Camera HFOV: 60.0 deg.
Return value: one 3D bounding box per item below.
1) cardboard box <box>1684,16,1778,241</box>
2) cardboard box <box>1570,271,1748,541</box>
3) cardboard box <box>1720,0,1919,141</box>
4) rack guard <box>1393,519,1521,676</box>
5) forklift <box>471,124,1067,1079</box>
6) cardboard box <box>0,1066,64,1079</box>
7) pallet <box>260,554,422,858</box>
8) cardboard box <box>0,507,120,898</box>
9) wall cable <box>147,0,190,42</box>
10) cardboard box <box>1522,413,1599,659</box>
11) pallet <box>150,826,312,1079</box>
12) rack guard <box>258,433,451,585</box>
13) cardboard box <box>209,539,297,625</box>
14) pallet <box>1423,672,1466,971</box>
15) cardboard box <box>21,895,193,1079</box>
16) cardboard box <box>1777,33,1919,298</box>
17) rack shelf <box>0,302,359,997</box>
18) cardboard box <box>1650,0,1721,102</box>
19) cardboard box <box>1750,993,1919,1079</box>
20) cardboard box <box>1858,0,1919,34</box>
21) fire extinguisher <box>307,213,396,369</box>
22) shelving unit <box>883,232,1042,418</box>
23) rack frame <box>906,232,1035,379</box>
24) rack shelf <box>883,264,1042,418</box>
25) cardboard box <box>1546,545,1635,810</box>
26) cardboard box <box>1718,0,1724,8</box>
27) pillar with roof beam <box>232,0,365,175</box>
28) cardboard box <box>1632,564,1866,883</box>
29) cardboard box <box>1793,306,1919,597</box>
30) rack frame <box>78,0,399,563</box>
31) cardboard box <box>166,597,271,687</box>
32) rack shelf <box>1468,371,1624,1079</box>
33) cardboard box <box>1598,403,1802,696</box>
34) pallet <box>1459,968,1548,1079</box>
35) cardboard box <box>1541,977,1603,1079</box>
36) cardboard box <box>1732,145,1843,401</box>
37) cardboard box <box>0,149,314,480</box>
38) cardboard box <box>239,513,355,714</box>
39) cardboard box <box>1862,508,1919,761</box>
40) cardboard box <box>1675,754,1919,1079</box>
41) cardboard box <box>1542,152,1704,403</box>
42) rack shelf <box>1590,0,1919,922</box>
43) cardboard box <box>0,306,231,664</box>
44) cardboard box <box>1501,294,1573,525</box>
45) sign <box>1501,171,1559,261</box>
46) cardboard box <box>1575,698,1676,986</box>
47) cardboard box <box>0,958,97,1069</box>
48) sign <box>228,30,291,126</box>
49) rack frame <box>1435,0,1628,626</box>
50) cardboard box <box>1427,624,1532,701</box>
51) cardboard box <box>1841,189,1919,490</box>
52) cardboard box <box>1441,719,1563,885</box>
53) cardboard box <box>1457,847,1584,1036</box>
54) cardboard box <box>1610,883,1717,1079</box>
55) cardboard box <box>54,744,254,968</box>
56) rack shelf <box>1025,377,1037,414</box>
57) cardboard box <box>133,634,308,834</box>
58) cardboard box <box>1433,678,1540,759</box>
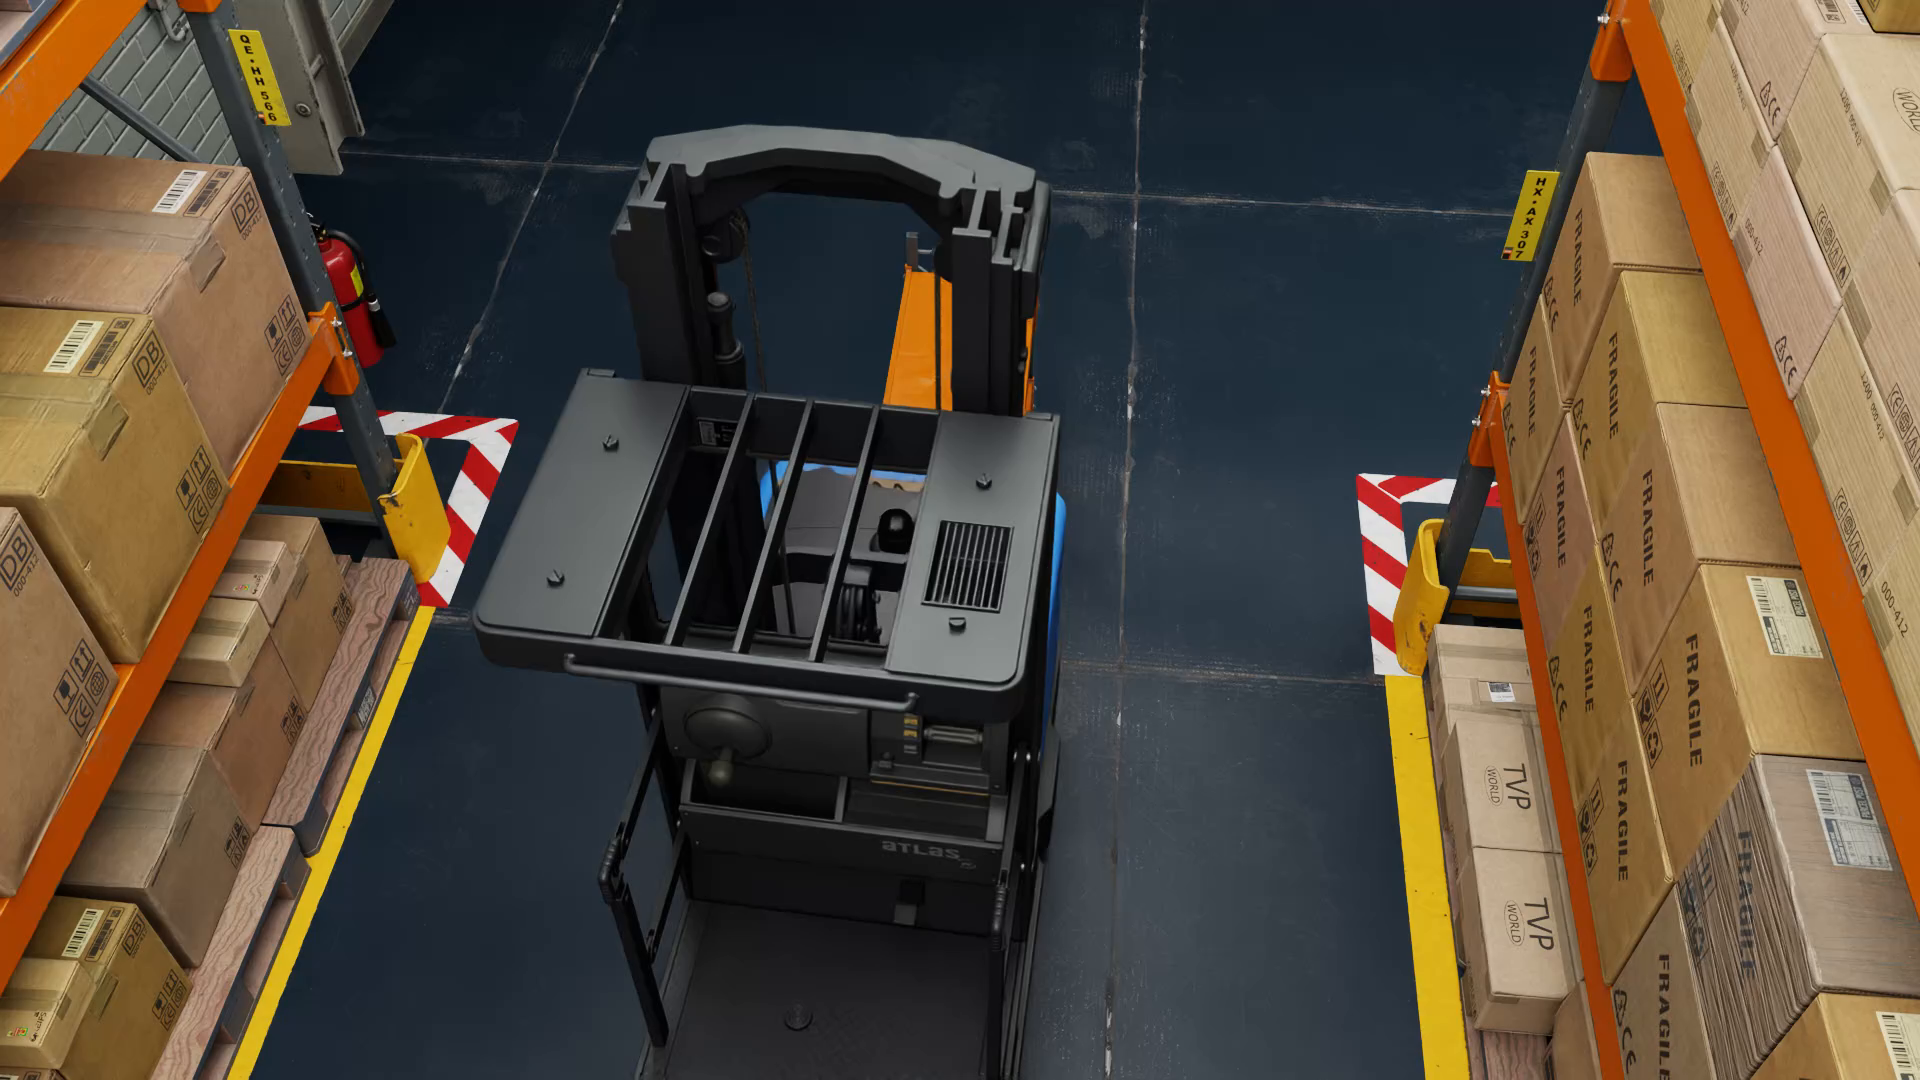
[{"bbox_3d":[1.906,-0.882,3.593,0.500,0.250,0.500,4,48,4],"label":"cardboard box"},{"bbox_3d":[1.922,-0.326,4.270,0.500,0.500,0.500,4,48,4],"label":"cardboard box"},{"bbox_3d":[1.906,-1.051,3.408,0.500,0.250,0.500,4,48,4],"label":"cardboard box"},{"bbox_3d":[2.258,0.252,6.181,1.175,0.500,0.348,4,48,4],"label":"rack guard"},{"bbox_3d":[-0.357,0.585,4.228,1.130,2.935,3.031,6,48,6],"label":"forklift"},{"bbox_3d":[-2.814,1.752,4.524,0.700,0.500,0.500,3,48,3],"label":"cardboard box"},{"bbox_3d":[-2.664,0.556,6.098,1.003,0.211,1.213,4,48,4],"label":"pallet"},{"bbox_3d":[-2.839,0.391,4.156,0.980,0.700,0.700,2,48,2],"label":"cardboard box"},{"bbox_3d":[-3.494,-2.325,6.155,0.084,1.984,1.851,4,48,4],"label":"wall cable"},{"bbox_3d":[1.920,0.007,4.643,0.500,0.500,0.500,3,48,3],"label":"cardboard box"},{"bbox_3d":[-2.777,1.450,5.281,1.003,0.211,1.213,4,48,4],"label":"pallet"},{"bbox_3d":[-2.666,-0.152,6.550,1.175,0.500,0.348,4,48,4],"label":"rack guard"},{"bbox_3d":[-2.463,0.133,5.565,0.380,0.149,0.250,3,48,3],"label":"cardboard box"},{"bbox_3d":[2.186,0.936,5.751,1.003,0.211,1.213,4,48,4],"label":"pallet"},{"bbox_3d":[-2.765,1.375,4.869,0.700,0.500,0.500,5,48,4],"label":"cardboard box"},{"bbox_3d":[1.867,-0.683,3.072,0.500,0.250,0.500,4,48,4],"label":"cardboard box"},{"bbox_3d":[-2.851,0.735,4.533,1.077,0.370,4.000,4,48,4],"label":"rack shelf"},{"bbox_3d":[1.965,-1.249,3.928,0.500,0.250,0.500,4,48,4],"label":"cardboard box"},{"bbox_3d":[1.732,1.155,2.915,0.500,0.500,0.500,3,48,3],"label":"cardboard box"},{"bbox_3d":[2.104,-1.291,3.120,0.700,0.500,0.500,4,48,4],"label":"cardboard box"},{"bbox_3d":[-2.195,-0.906,5.851,0.296,0.674,0.183,4,48,4],"label":"fire extinguisher"},{"bbox_3d":[0.001,-0.385,6.339,0.538,1.125,1.048,4,48,4],"label":"shelving unit"},{"bbox_3d":[0.047,-0.758,6.681,0.500,1.125,0.032,4,48,4],"label":"rack frame"},{"bbox_3d":[0.001,-0.582,6.123,0.538,0.278,1.000,4,48,4],"label":"rack shelf"},{"bbox_3d":[1.871,0.375,4.306,0.500,0.500,0.500,4,48,3],"label":"cardboard box"},{"bbox_3d":[1.959,-1.418,3.744,0.500,0.250,0.500,4,48,4],"label":"cardboard box"},{"bbox_3d":[1.003,-4.755,5.001,9.100,9.000,0.400,4,48,4],"label":"pillar with roof beam"},{"bbox_3d":[1.826,0.415,3.592,0.500,0.500,0.500,3,48,3],"label":"cardboard box"},{"bbox_3d":[1.823,-0.147,2.920,0.500,0.250,0.500,4,48,4],"label":"cardboard box"},{"bbox_3d":[-2.669,-0.978,5.612,1.000,3.000,0.127,4,48,4],"label":"rack frame"},{"bbox_3d":[-2.486,0.321,5.394,0.380,0.149,0.250,5,48,5],"label":"cardboard box"},{"bbox_3d":[2.082,1.065,4.231,1.077,0.370,4.000,4,48,4],"label":"rack shelf"},{"bbox_3d":[1.871,0.042,3.934,0.500,0.500,0.500,4,48,4],"label":"cardboard box"},{"bbox_3d":[2.072,1.830,4.934,1.003,0.211,1.213,4,48,4],"label":"pallet"},{"bbox_3d":[2.066,1.605,4.643,0.797,0.503,0.637,4,48,4],"label":"cardboard box"},{"bbox_3d":[1.862,-0.515,3.257,0.500,0.250,0.500,4,48,4],"label":"cardboard box"},{"bbox_3d":[-2.705,-0.704,5.157,0.980,0.700,0.700,6,48,5],"label":"cardboard box"},{"bbox_3d":[-2.633,0.245,5.902,0.700,0.500,0.500,4,48,4],"label":"cardboard box"},{"bbox_3d":[1.773,0.220,2.585,0.500,0.250,0.500,4,48,4],"label":"cardboard box"},{"bbox_3d":[1.779,0.785,3.254,0.500,0.500,0.500,4,48,4],"label":"cardboard box"},{"bbox_3d":[1.962,-0.710,4.621,0.500,0.500,0.500,5,48,5],"label":"cardboard box"},{"bbox_3d":[2.082,0.053,3.124,1.077,0.370,4.000,4,48,4],"label":"rack shelf"},{"bbox_3d":[-2.760,-0.168,4.668,0.980,0.700,0.700,4,48,3],"label":"cardboard box"},{"bbox_3d":[1.962,-0.373,4.990,0.500,0.500,0.500,5,48,4],"label":"cardboard box"},{"bbox_3d":[1.724,-0.976,5.023,0.100,0.325,0.005,4,48,4],"label":"sign"},{"bbox_3d":[1.824,0.742,3.970,0.500,0.500,0.500,4,48,4],"label":"cardboard box"},{"bbox_3d":[-2.603,1.279,4.517,0.380,0.149,0.250,3,48,2],"label":"cardboard box"},{"bbox_3d":[-2.130,-1.402,5.054,0.100,0.325,0.005,4,48,4],"label":"sign"},{"bbox_3d":[2.265,-0.647,5.309,1.000,3.000,0.127,4,48,4],"label":"rack frame"},{"bbox_3d":[1.884,0.451,5.939,0.380,0.149,0.250,4,48,4],"label":"cardboard box"},{"bbox_3d":[1.817,-0.316,2.736,0.500,0.250,0.500,4,48,4],"label":"cardboard box"},{"bbox_3d":[1.887,0.880,5.478,0.500,0.250,0.500,4,48,4],"label":"cardboard box"},{"bbox_3d":[1.842,1.247,5.142,0.500,0.250,0.500,4,48,4],"label":"cardboard box"},{"bbox_3d":[1.780,1.117,3.628,0.500,0.500,0.500,5,48,4],"label":"cardboard box"},{"bbox_3d":[-2.724,0.983,5.228,0.700,0.500,0.500,2,48,2],"label":"cardboard box"},{"bbox_3d":[0.001,-0.220,6.520,0.538,0.278,1.000,4,48,4],"label":"rack shelf"},{"bbox_3d":[-2.678,0.613,5.566,0.700,0.500,0.500,4,48,3],"label":"cardboard box"},{"bbox_3d":[1.862,0.629,5.764,0.380,0.166,0.250,4,48,4],"label":"cardboard box"}]
